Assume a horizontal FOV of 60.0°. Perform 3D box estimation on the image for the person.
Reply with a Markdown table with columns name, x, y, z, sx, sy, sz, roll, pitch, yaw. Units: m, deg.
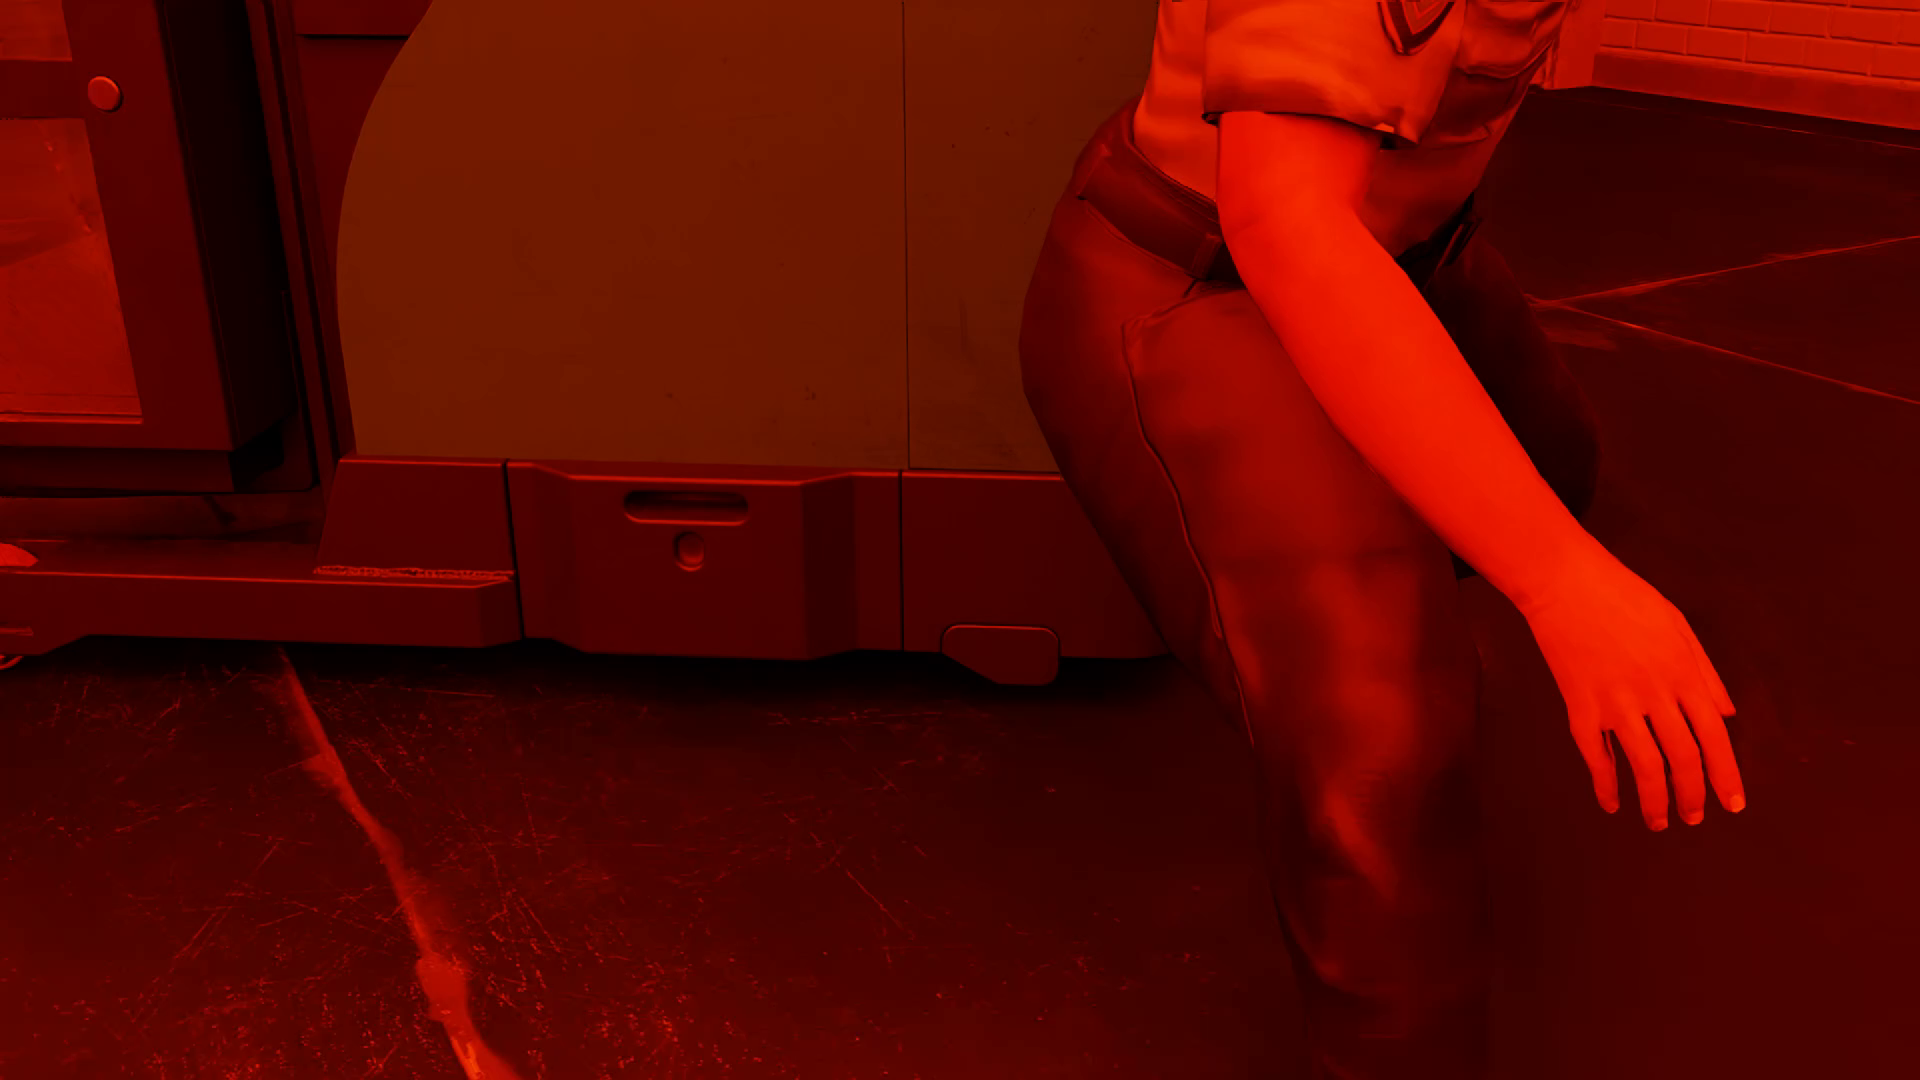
| name | x | y | z | sx | sy | sz | roll | pitch | yaw |
| --- | --- | --- | --- | --- | --- | --- | --- | --- | --- |
| person | 0.365 | -0.191 | 1.345 | 0.715 | 1.358 | 1.150 | 13 | 26 | 29 |

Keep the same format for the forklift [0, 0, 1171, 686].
| name | x | y | z | sx | sy | sz | roll | pitch | yaw |
| --- | --- | --- | --- | --- | --- | --- | --- | --- | --- |
| forklift | -1.163 | -1.380 | 2.137 | 3.031 | 2.935 | 1.130 | 2 | 22 | 4 |
